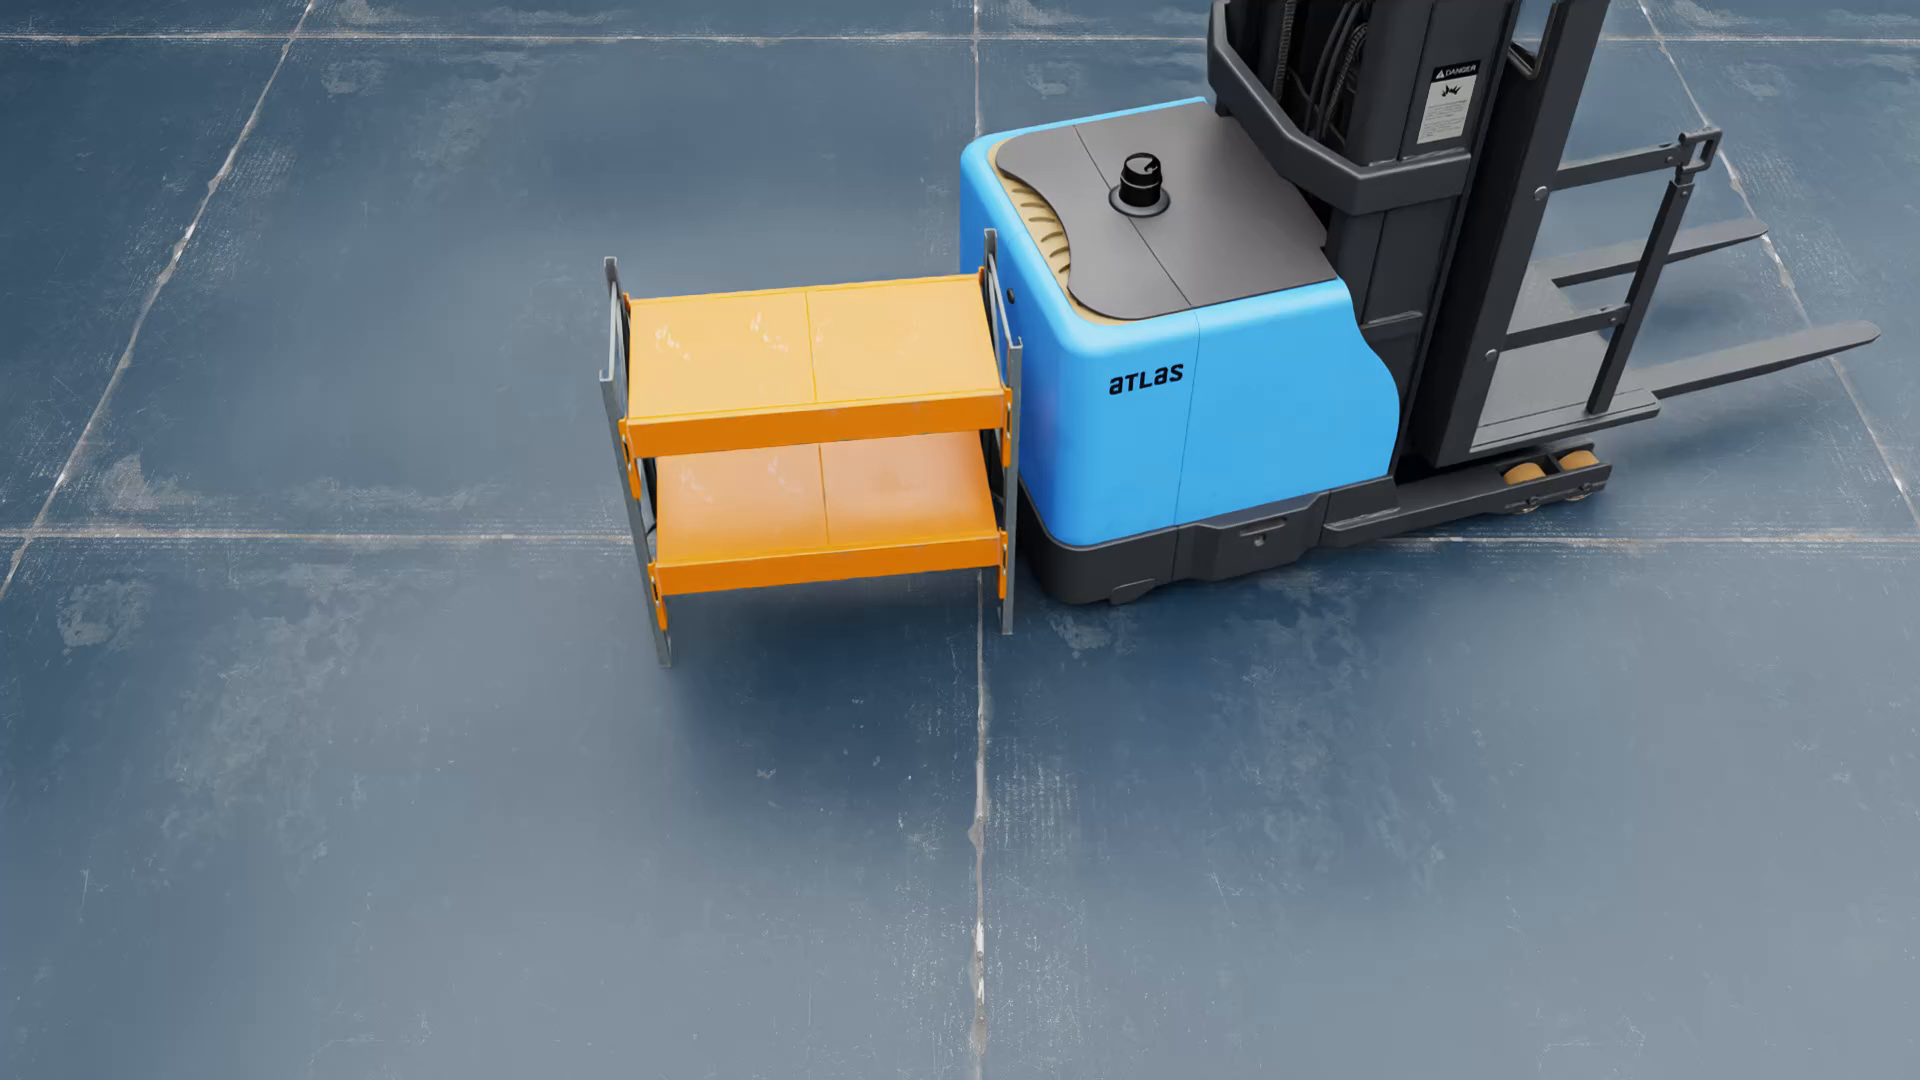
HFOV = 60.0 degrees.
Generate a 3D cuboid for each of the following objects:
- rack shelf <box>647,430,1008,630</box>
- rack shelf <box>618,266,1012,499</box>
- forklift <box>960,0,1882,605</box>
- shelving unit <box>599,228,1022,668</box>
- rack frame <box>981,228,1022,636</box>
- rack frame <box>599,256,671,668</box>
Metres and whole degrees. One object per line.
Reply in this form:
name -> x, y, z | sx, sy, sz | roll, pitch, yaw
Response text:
rack shelf -> -0.394, -0.067, 4.878 | 1.000, 0.278, 0.538 | -5, 47, -5
rack shelf -> -0.394, -0.433, 4.485 | 1.000, 0.278, 0.538 | -5, 47, -5
forklift -> 1.561, -1.439, 4.587 | 3.031, 2.935, 1.130 | -13, 48, -12
shelving unit -> -0.394, -0.233, 4.699 | 1.048, 1.125, 0.538 | -5, 47, -5
rack frame -> 0.111, -0.279, 4.741 | 0.032, 1.125, 0.500 | -5, 47, -5
rack frame -> -0.898, -0.188, 4.657 | 0.032, 1.125, 0.500 | -5, 47, -5
